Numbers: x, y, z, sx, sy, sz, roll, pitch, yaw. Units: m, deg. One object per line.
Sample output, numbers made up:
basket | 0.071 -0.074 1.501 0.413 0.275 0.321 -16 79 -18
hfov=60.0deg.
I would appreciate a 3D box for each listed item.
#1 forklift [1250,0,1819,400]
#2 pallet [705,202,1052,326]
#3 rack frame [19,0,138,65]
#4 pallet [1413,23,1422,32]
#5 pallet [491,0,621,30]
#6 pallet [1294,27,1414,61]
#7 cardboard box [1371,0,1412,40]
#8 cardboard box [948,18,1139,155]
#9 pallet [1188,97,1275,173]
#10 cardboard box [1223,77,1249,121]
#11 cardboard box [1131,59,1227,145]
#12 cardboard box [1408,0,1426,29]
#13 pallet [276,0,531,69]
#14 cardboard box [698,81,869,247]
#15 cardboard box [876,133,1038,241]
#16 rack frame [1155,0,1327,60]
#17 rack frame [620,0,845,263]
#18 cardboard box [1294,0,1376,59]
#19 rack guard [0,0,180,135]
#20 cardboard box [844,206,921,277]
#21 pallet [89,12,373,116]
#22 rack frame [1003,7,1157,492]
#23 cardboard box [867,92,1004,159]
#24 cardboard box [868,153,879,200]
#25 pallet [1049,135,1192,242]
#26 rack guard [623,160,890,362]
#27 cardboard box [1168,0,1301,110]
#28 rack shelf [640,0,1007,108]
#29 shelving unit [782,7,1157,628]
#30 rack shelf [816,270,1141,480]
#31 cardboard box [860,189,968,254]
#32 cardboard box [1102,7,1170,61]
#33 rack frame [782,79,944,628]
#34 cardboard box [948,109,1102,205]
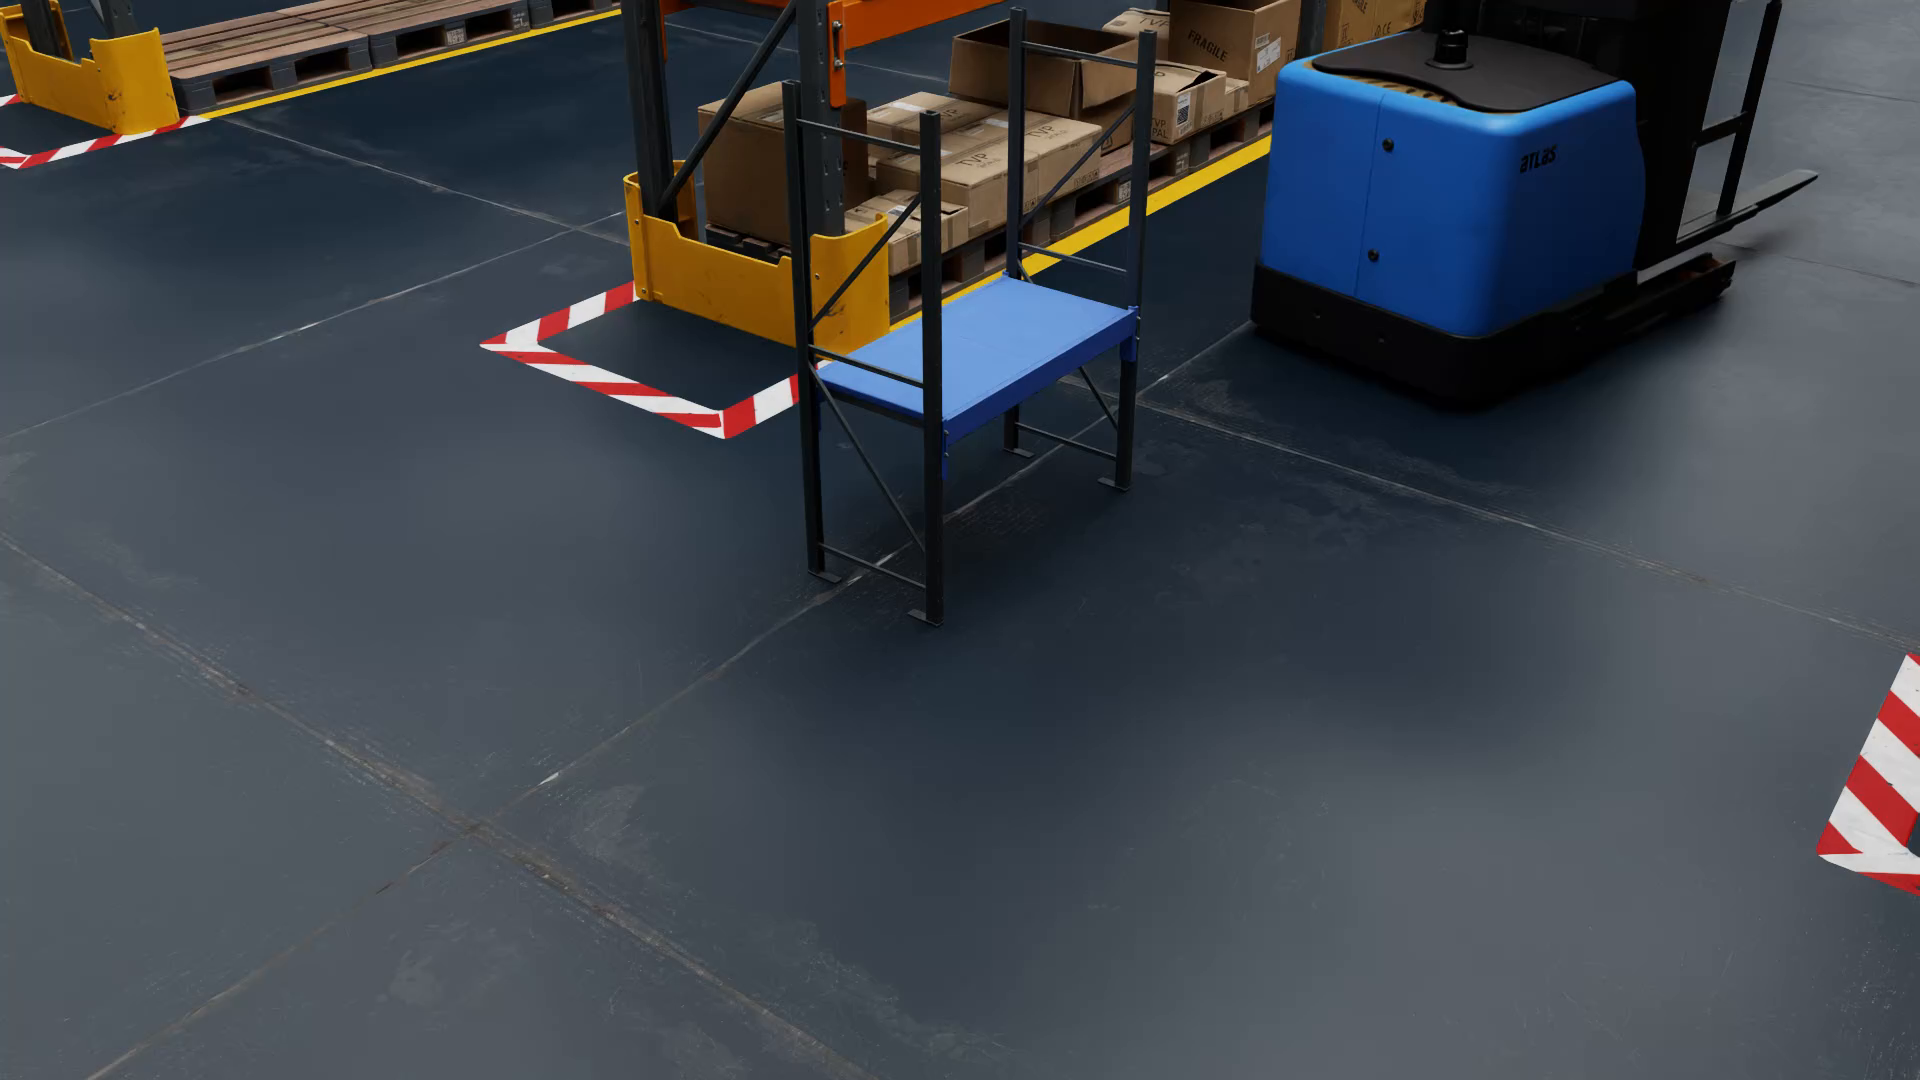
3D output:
forklift | 2.596 -2.385 6.399 3.031 2.935 1.130 -24 38 -34
pallet | -0.341 -1.337 7.299 1.003 0.211 1.213 21 37 31
rack frame | -4.814 -3.707 8.563 1.000 3.000 0.127 21 37 31
pallet | 2.744 -3.448 10.860 1.003 0.211 1.213 21 37 31
pallet | -2.812 -3.823 11.493 1.003 0.211 1.213 21 37 31
pallet | 2.008 -2.950 10.020 1.003 0.211 1.213 21 37 31
cardboard box | 2.347 -3.263 9.834 0.500 0.500 0.500 22 37 32
cardboard box | 0.417 -2.157 7.965 0.797 0.503 0.637 21 37 31
pallet | 1.132 -2.328 8.972 1.003 0.211 1.213 21 37 31
cardboard box | 1.251 -2.280 8.520 0.380 0.149 0.250 21 37 31
cardboard box | 0.977 -2.216 8.253 0.500 0.311 0.500 21 37 31
cardboard box | 2.654 -3.464 10.172 0.500 0.500 0.500 22 37 32
pallet | -3.548 -3.325 10.653 1.003 0.211 1.213 21 37 31
cardboard box | -0.735 -1.592 7.014 0.500 0.500 0.500 21 37 31
cardboard box | -0.011 -1.524 7.146 0.500 0.250 0.500 21 37 31
rack frame | 1.547 -3.807 8.732 1.000 3.000 0.127 21 37 31
rack frame | -0.867 -2.181 5.988 1.000 3.000 0.127 21 37 31
cardboard box | 2.034 -3.043 9.462 0.500 0.500 0.500 19 36 29
rack guard | -4.818 -2.618 9.177 1.175 0.500 0.348 21 37 31
cardboard box | -0.341 -1.208 6.712 0.380 0.149 0.250 21 37 31
pallet | -4.285 -2.831 9.819 1.003 0.211 1.213 21 37 31
rack frame | 0.358 -0.887 5.275 0.500 1.500 0.032 21 37 31
cardboard box | -0.138 -1.861 7.714 0.500 0.250 0.500 21 37 31
cardboard box | -0.419 -1.585 7.330 0.380 0.166 0.250 21 37 31
pallet | 0.396 -1.830 8.132 1.003 0.211 1.213 21 37 31
rack guard | -0.821 -1.137 6.678 1.175 0.500 0.348 21 37 31
cardboard box | 1.430 -2.602 8.719 0.500 0.500 0.500 21 37 31
rack shelf | 0.340 -2.685 7.543 1.077 0.370 4.000 21 37 31
shelving unit | 0.051 -0.680 4.926 0.538 1.500 1.048 21 37 31
rack shelf | 0.051 -0.525 5.018 0.538 0.185 1.000 21 37 31
cardboard box | -0.190 -1.318 6.879 0.380 0.166 0.250 21 37 31
cardboard box | 1.121 -2.736 9.129 0.500 0.311 0.500 21 37 31
rack frame | -0.255 -0.473 4.577 0.500 1.500 0.032 21 37 31
cardboard box | 0.291 -1.728 7.489 0.500 0.250 0.500 21 37 31
